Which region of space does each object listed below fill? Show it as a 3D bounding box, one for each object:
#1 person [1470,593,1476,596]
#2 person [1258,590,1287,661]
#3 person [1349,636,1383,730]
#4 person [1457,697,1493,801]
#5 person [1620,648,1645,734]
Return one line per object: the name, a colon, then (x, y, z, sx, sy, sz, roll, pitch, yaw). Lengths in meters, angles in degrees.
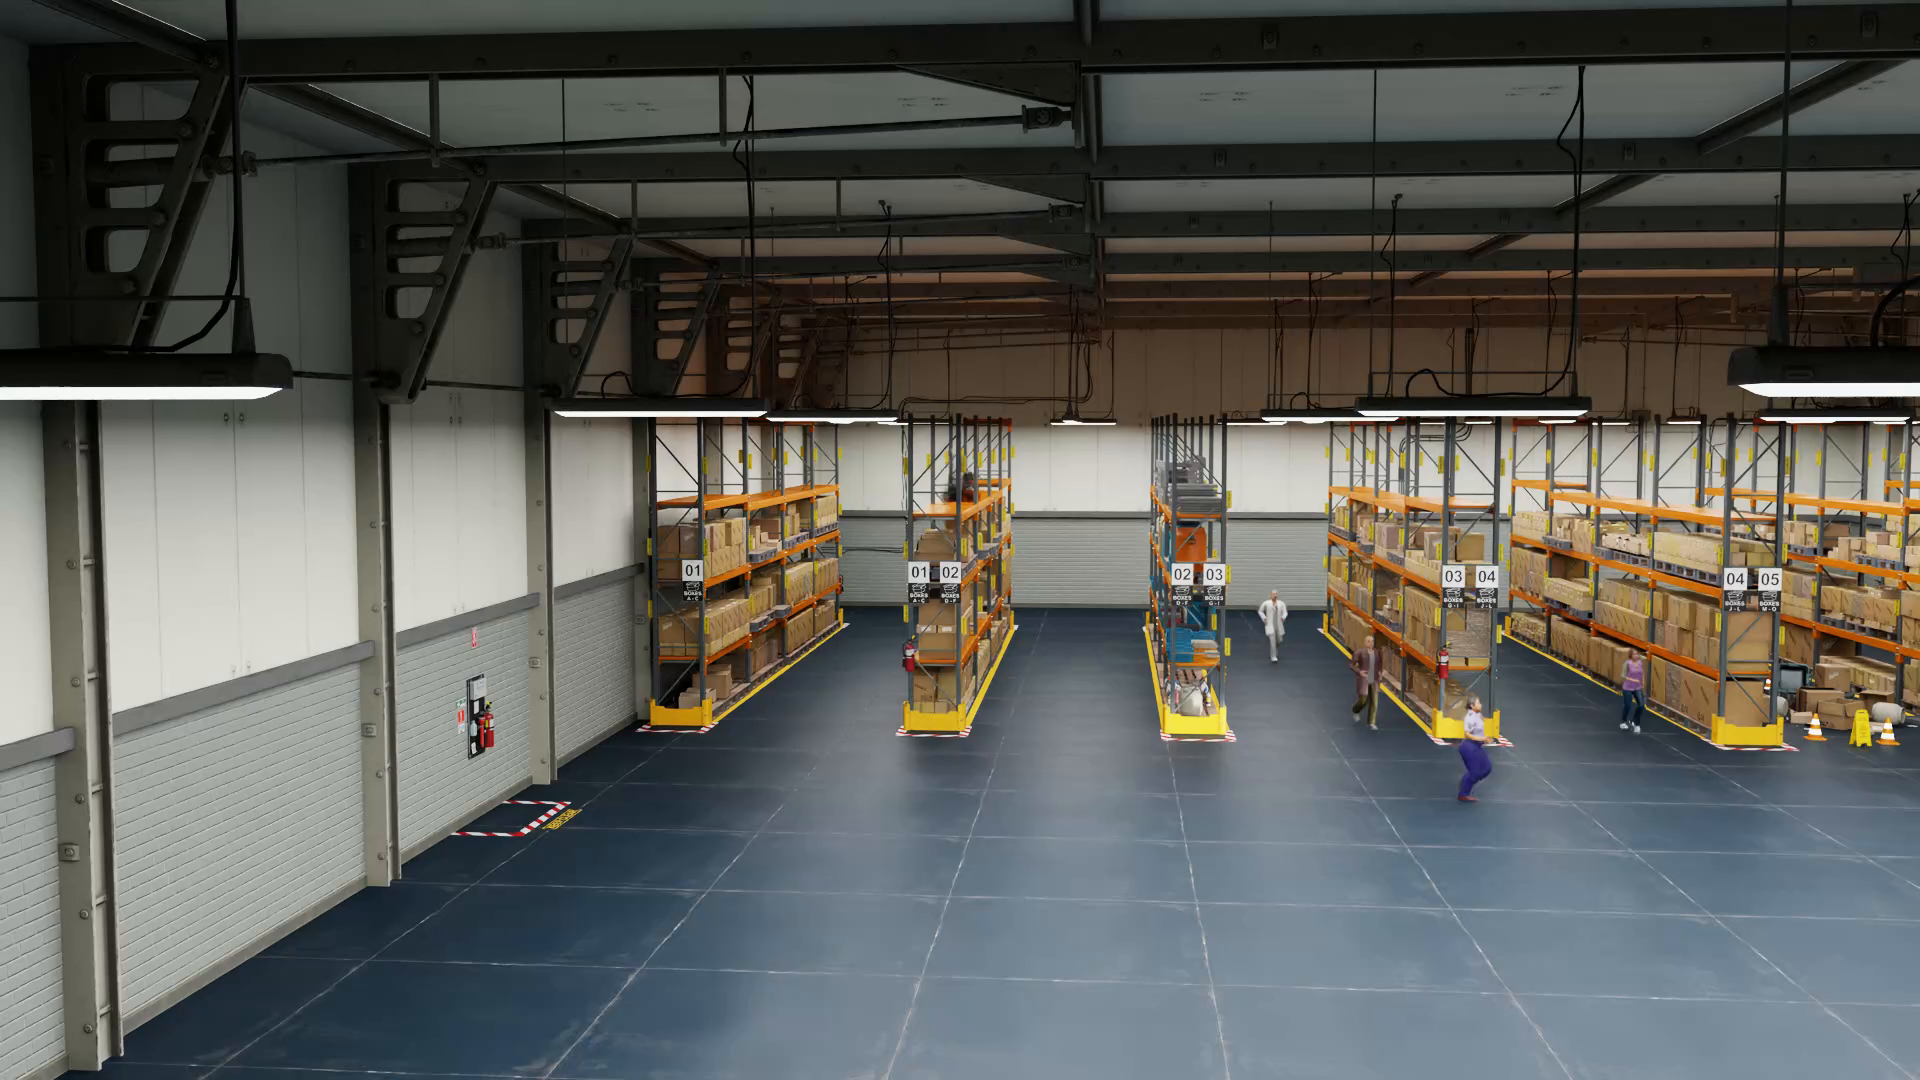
person: (13.769, 1.914, 44.356, 0.564, 1.680, 0.804, 1, 4, 13)
person: (7.711, 2.104, 40.904, 0.713, 1.730, 0.690, 0, 4, -2)
person: (7.773, 2.695, 31.720, 0.725, 1.757, 0.913, -1, 4, -11)
person: (7.916, 3.203, 25.478, 0.547, 1.604, 0.607, 2, 4, 28)
person: (12.638, 2.839, 31.194, 0.562, 1.638, 0.681, 0, 4, -6)
